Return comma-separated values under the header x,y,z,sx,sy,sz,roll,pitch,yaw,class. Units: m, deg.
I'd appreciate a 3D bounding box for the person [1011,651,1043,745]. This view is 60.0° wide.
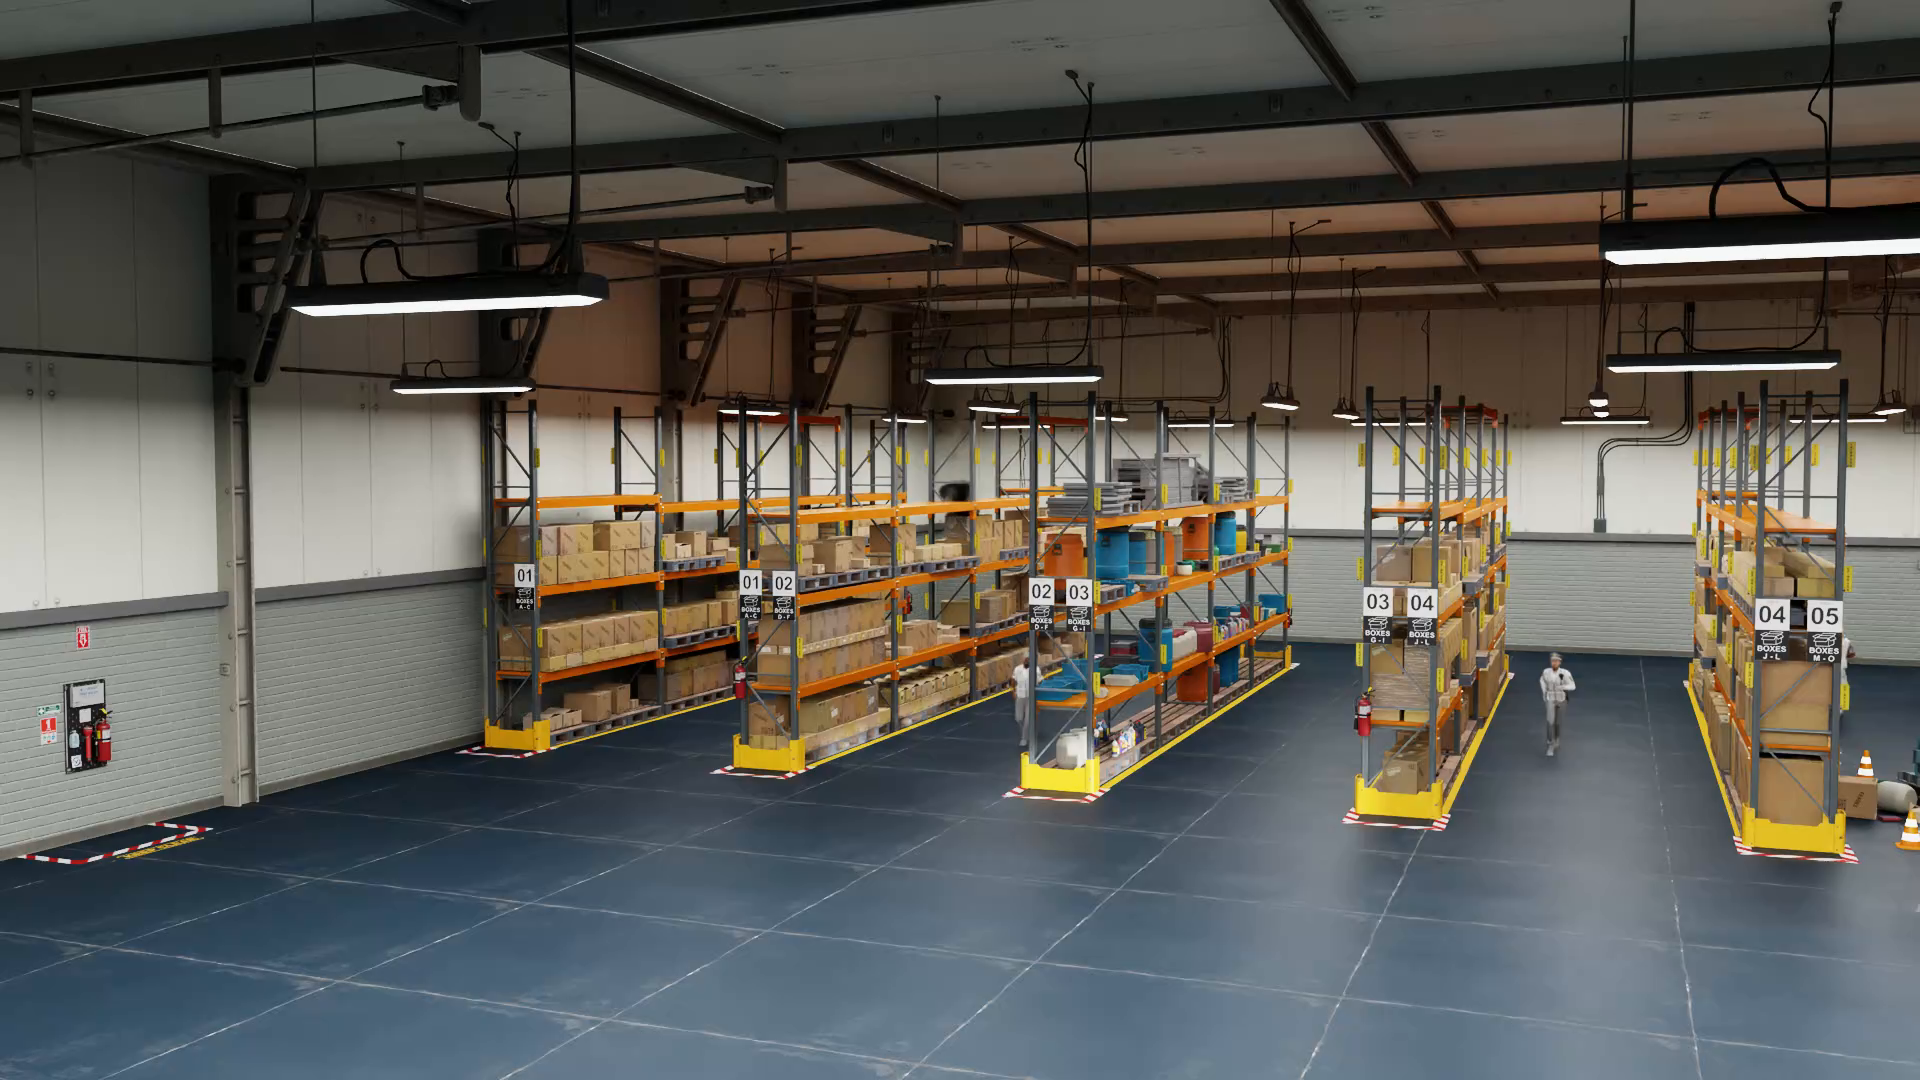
x,y,z,sx,sy,sz,roll,pitch,yaw,class
1.172,2.749,29.092,0.588,1.658,0.545,1,3,11,person

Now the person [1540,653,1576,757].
x,y,z,sx,sy,sz,roll,pitch,yaw,class
10.135,2.770,28.210,0.587,1.745,0.813,1,3,22,person

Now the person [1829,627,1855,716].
x,y,z,sx,sy,sz,roll,pitch,yaw,class
16.914,2.526,32.107,0.665,1.851,0.776,1,3,19,person
